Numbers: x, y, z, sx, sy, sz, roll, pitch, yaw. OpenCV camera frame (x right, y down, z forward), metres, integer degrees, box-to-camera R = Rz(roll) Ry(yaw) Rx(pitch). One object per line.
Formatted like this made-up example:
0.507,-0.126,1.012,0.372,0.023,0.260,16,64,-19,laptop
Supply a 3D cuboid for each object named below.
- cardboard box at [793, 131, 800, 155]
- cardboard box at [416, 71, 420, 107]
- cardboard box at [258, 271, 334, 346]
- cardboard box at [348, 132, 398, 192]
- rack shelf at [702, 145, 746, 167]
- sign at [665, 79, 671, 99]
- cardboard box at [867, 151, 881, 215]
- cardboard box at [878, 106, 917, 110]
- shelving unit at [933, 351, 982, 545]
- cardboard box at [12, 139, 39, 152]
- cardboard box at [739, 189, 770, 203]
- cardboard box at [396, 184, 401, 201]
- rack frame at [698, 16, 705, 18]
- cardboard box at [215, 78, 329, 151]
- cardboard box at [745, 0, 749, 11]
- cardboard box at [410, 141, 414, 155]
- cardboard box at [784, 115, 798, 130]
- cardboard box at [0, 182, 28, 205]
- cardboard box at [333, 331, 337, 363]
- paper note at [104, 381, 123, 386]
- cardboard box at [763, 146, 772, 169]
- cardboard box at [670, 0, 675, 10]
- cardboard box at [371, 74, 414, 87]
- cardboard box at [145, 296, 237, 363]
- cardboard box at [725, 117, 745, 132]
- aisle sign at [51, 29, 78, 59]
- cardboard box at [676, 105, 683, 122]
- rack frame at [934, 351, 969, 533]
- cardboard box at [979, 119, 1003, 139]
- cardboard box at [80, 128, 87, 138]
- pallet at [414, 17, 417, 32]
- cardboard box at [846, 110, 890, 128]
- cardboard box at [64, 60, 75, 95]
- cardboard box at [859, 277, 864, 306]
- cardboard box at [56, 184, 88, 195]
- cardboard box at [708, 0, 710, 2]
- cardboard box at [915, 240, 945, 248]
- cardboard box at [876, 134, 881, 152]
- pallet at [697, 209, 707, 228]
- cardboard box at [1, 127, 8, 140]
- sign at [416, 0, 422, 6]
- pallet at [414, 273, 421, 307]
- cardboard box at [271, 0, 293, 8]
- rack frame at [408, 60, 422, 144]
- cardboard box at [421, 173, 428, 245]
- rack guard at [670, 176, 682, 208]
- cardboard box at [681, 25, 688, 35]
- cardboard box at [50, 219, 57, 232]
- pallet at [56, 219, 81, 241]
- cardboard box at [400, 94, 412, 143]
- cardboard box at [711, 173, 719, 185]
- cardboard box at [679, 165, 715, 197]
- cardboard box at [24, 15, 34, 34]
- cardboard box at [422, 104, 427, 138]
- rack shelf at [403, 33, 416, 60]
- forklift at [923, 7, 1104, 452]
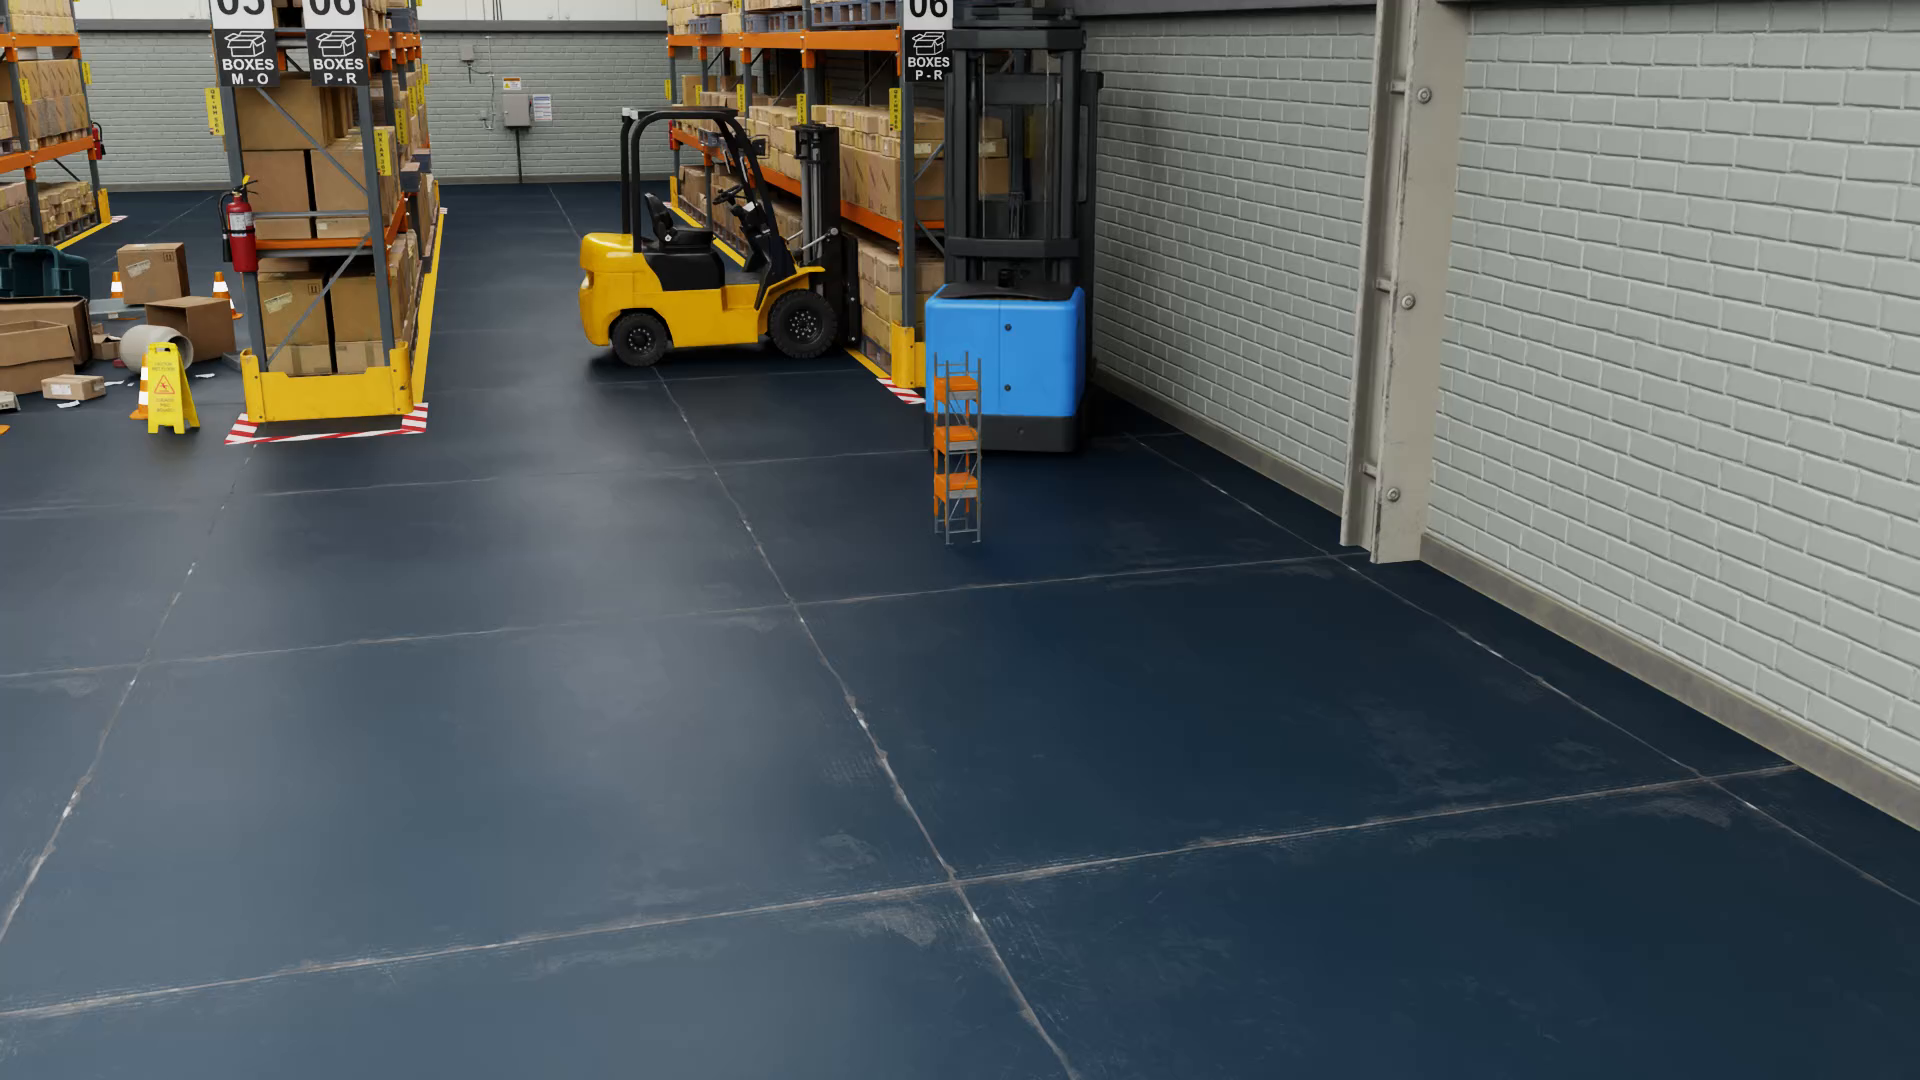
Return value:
-1.460,-4.160,17.480,0.500,0.250,0.500,-5,17,-16,cardboard box
-8.081,-6.514,24.013,0.500,0.500,0.500,-5,17,-16,cardboard box
-5.223,-1.822,13.048,0.500,0.500,0.500,-5,17,-15,cardboard box
-5.195,-3.286,14.485,0.500,0.500,0.500,-4,17,-14,cardboard box
-2.729,-5.192,22.774,1.077,0.370,4.000,-5,17,-15,rack shelf
-4.899,-7.568,27.928,0.100,0.325,0.005,-5,17,-15,sign
-0.502,-3.078,14.312,0.500,0.500,0.500,-4,17,-14,cardboard box
-0.587,-4.169,16.298,0.380,0.149,0.250,-5,17,-16,cardboard box
-0.015,-0.518,9.350,0.215,1.050,0.252,-5,17,-15,shelving unit
-12.545,-5.261,22.189,0.380,0.149,0.250,-4,17,-13,cardboard box
-2.663,-4.488,21.666,0.380,0.149,0.250,-6,18,-18,cardboard box
-5.395,-3.230,15.428,0.380,0.149,0.250,-4,17,-14,cardboard box
-3.278,-8.963,23.649,1.000,3.000,0.127,-5,17,-15,rack frame
-5.102,-3.170,12.364,0.700,0.500,0.500,-5,17,-17,cardboard box
-2.375,-6.437,19.955,0.380,0.166,0.250,-5,17,-15,cardboard box
-6.228,-4.319,18.323,0.380,0.149,0.250,-4,17,-14,cardboard box
-1.692,-4.517,17.973,0.380,0.149,0.250,-5,18,-17,cardboard box
-12.334,-4.454,21.378,0.500,0.250,0.500,-5,17,-17,cardboard box
-5.368,-1.608,13.640,0.500,0.250,0.500,-5,17,-15,cardboard box
-7.015,-1.301,13.749,0.148,0.019,0.142,1,17,4,paper note
-2.010,-4.488,19.440,0.500,0.250,0.500,-5,18,-17,cardboard box
-4.375,-8.658,26.723,0.500,0.250,0.500,-5,17,-16,cardboard box
-7.416,-5.835,21.752,0.500,0.500,0.500,-4,17,-14,cardboard box
-6.865,-1.884,14.850,0.500,0.500,0.500,7,18,23,cardboard box
-2.780,-5.379,21.676,0.500,0.250,0.500,-6,18,-18,cardboard box
-13.612,-7.673,25.262,0.394,0.787,0.004,-5,17,-15,aisle sign
-4.373,-6.981,27.221,0.500,0.250,0.500,-5,17,-15,cardboard box
-0.048,-0.551,9.463,0.200,1.050,0.008,-5,17,-15,rack frame
0.133,-3.381,13.677,0.380,0.149,0.250,-5,17,-16,cardboard box
-13.519,-6.195,25.300,0.380,0.149,0.250,-5,17,-15,cardboard box
-8.596,-7.655,24.661,1.003,0.211,1.213,-5,17,-15,pallet
-0.847,-3.916,15.458,0.380,0.149,0.250,-5,17,-15,cardboard box
-13.377,-6.806,24.466,0.500,0.500,0.500,-5,18,-17,cardboard box
-0.704,-2.285,15.025,0.500,0.250,0.500,-5,17,-17,cardboard box
-13.284,-5.242,24.881,0.380,0.149,0.250,-5,17,-16,cardboard box
-3.198,-7.329,22.440,0.380,0.149,0.250,-5,17,-15,cardboard box
-0.198,-2.559,15.068,0.500,0.250,0.500,-5,17,-16,cardboard box
-0.514,-3.417,14.313,0.380,0.149,0.250,-5,17,-16,cardboard box
-3.466,-4.944,25.546,1.003,0.211,1.213,-5,17,-15,pallet
-12.410,-5.192,21.229,0.380,0.149,0.250,-5,17,-15,cardboard box
-8.624,-8.665,26.468,0.100,0.325,0.005,-5,17,-15,sign
-6.406,-2.701,18.078,1.003,0.211,1.213,-5,17,-15,pallet
-5.152,-4.005,12.099,0.500,0.250,0.500,-5,17,-16,cardboard box
-8.050,-5.696,23.202,1.000,3.000,0.127,-5,17,-15,rack frame
-7.302,-4.218,21.244,0.875,0.875,0.875,-4,17,-15,cardboard box
-4.357,-5.978,28.485,1.175,0.500,0.348,-5,17,-15,rack guard
-4.113,-7.906,25.780,0.380,0.149,0.250,-4,17,-14,cardboard box
-12.646,-4.313,22.821,0.380,0.149,0.250,-4,17,-14,cardboard box
-13.339,-4.463,23.942,1.003,0.211,1.213,-5,17,-15,pallet
-6.266,-4.596,18.118,0.500,0.500,0.500,-6,18,-19,cardboard box
-3.436,-5.284,24.317,0.380,0.149,0.250,-4,17,-13,cardboard box
-4.301,-6.025,27.906,0.797,0.503,0.637,-5,18,-17,cardboard box
-12.801,-6.929,22.351,0.500,0.250,0.500,-5,17,-16,cardboard box
-8.333,-6.315,25.087,0.500,0.500,0.500,-4,17,-14,cardboard box
-7.500,-6.235,21.032,1.077,0.370,4.000,-5,17,-15,rack shelf
0.466,-2.372,12.253,1.130,2.935,3.031,2,17,8,forklift
